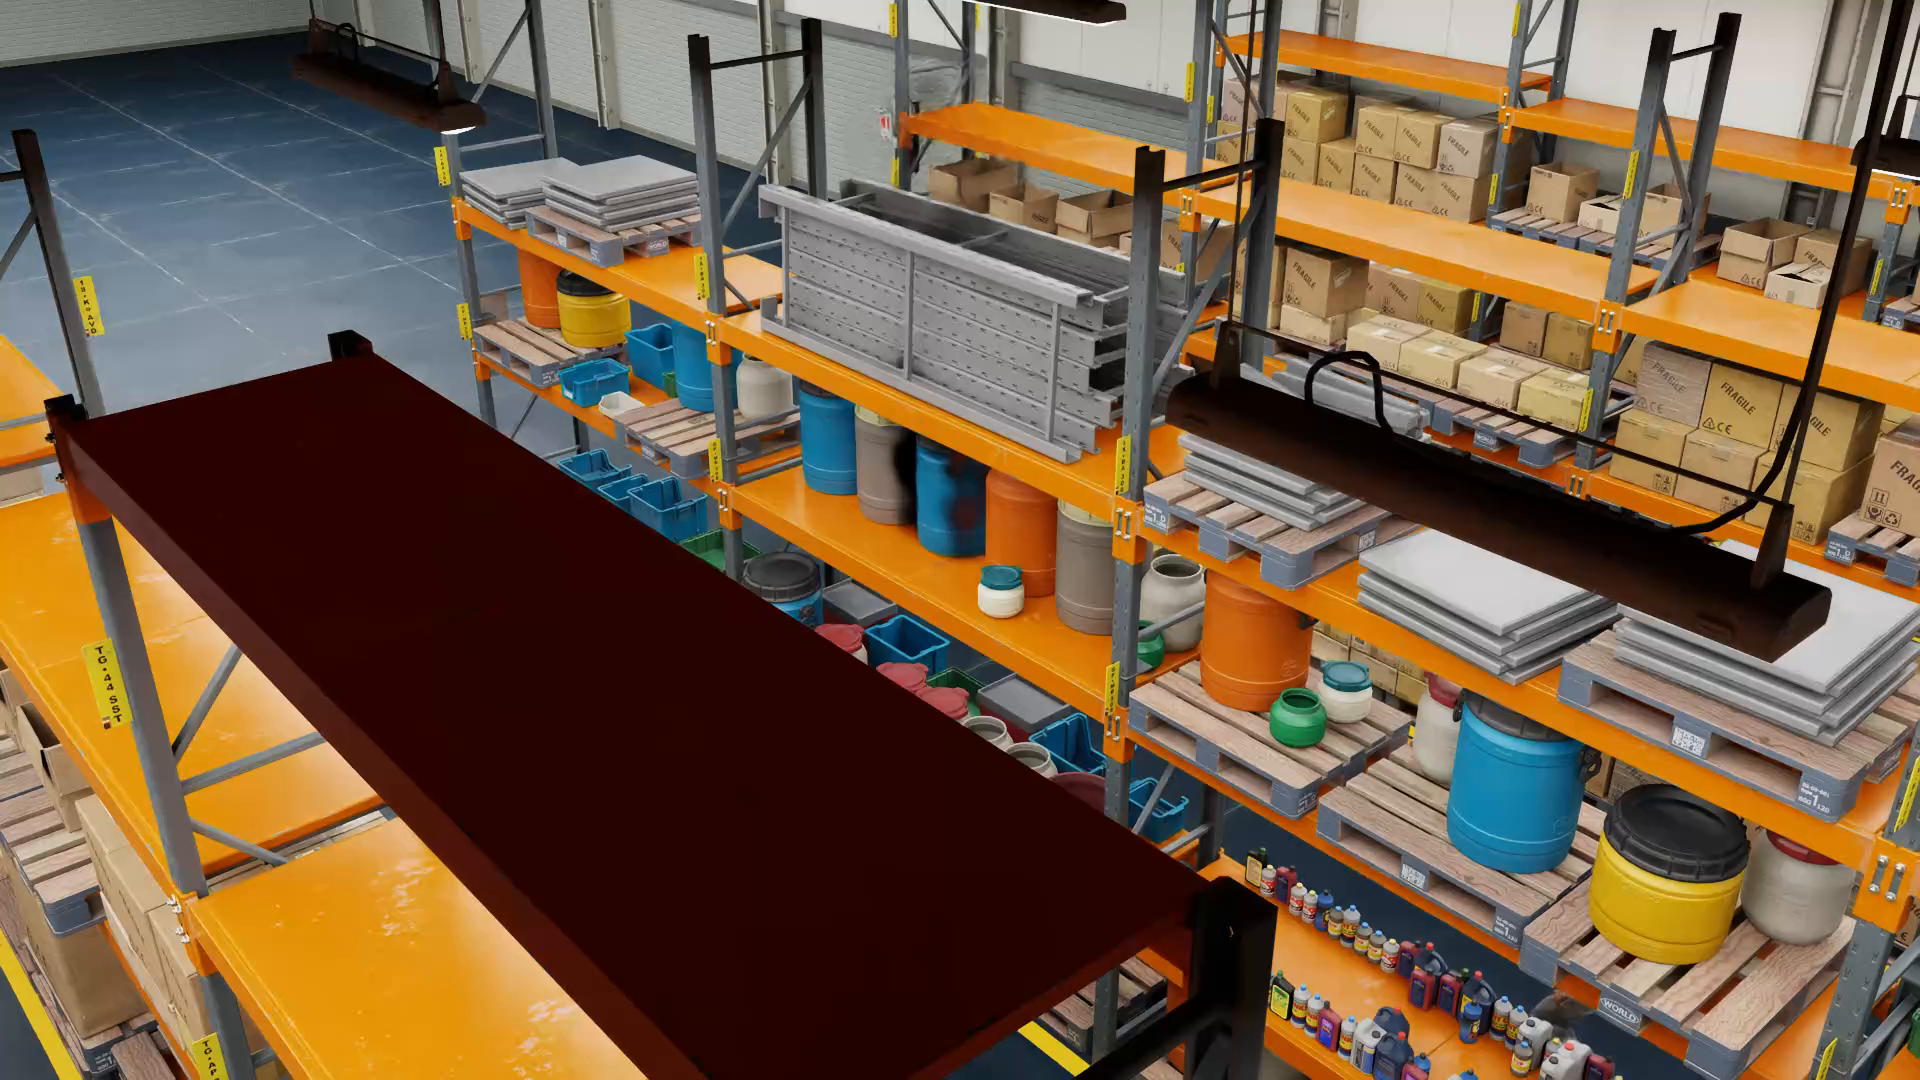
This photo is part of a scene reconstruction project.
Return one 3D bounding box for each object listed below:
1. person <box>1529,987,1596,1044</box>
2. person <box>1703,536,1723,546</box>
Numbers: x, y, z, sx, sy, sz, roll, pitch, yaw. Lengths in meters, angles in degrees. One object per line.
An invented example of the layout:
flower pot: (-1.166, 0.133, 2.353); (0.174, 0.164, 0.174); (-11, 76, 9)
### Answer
person: (3.851, 2.823, 10.318); (0.595, 1.558, 0.526); (-19, 33, -33)
person: (6.437, 0.525, 14.614); (0.676, 1.794, 0.684); (-20, 33, -34)
